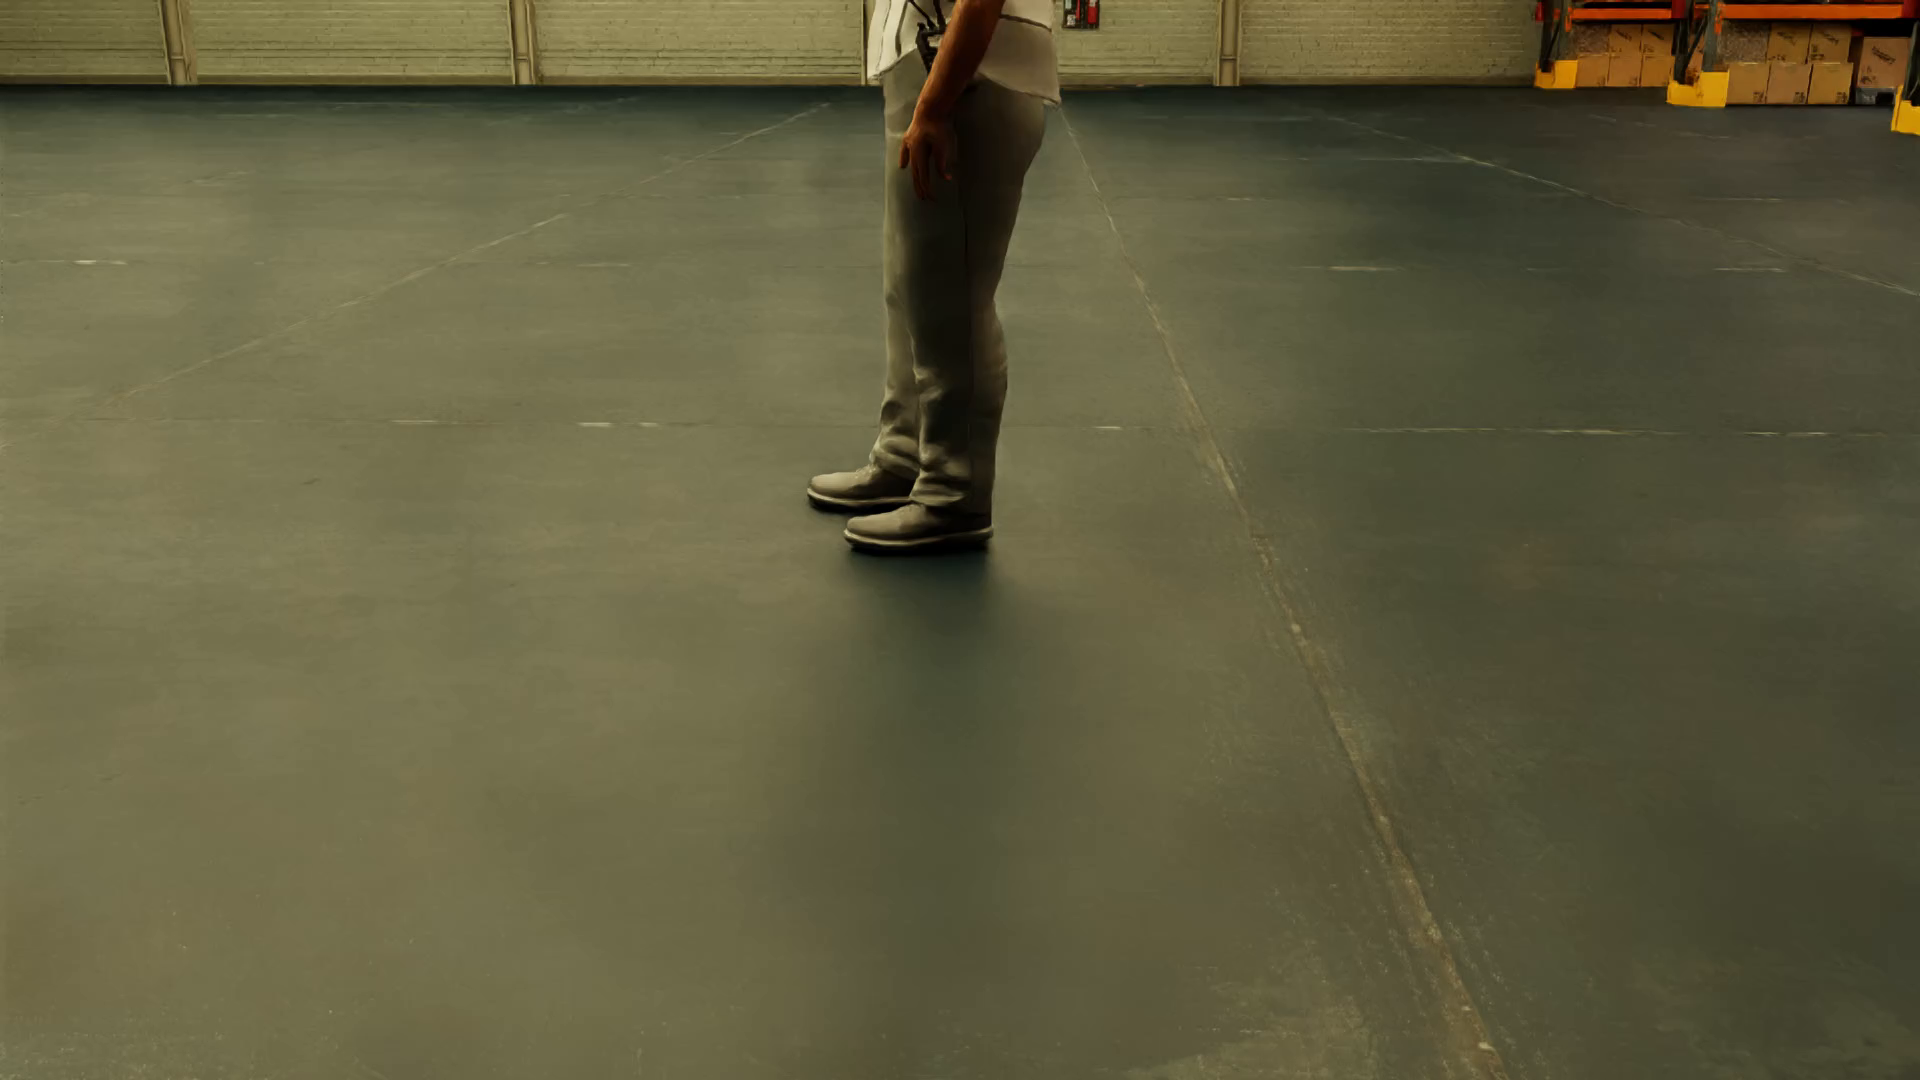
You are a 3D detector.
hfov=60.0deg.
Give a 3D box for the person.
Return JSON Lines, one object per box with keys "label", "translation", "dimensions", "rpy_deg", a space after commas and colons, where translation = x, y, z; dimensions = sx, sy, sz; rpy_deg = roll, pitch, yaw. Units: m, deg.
{"label": "person", "translation": [-0.076, -0.810, 3.147], "dimensions": [0.529, 1.669, 0.598], "rpy_deg": [1, 17, 2]}
